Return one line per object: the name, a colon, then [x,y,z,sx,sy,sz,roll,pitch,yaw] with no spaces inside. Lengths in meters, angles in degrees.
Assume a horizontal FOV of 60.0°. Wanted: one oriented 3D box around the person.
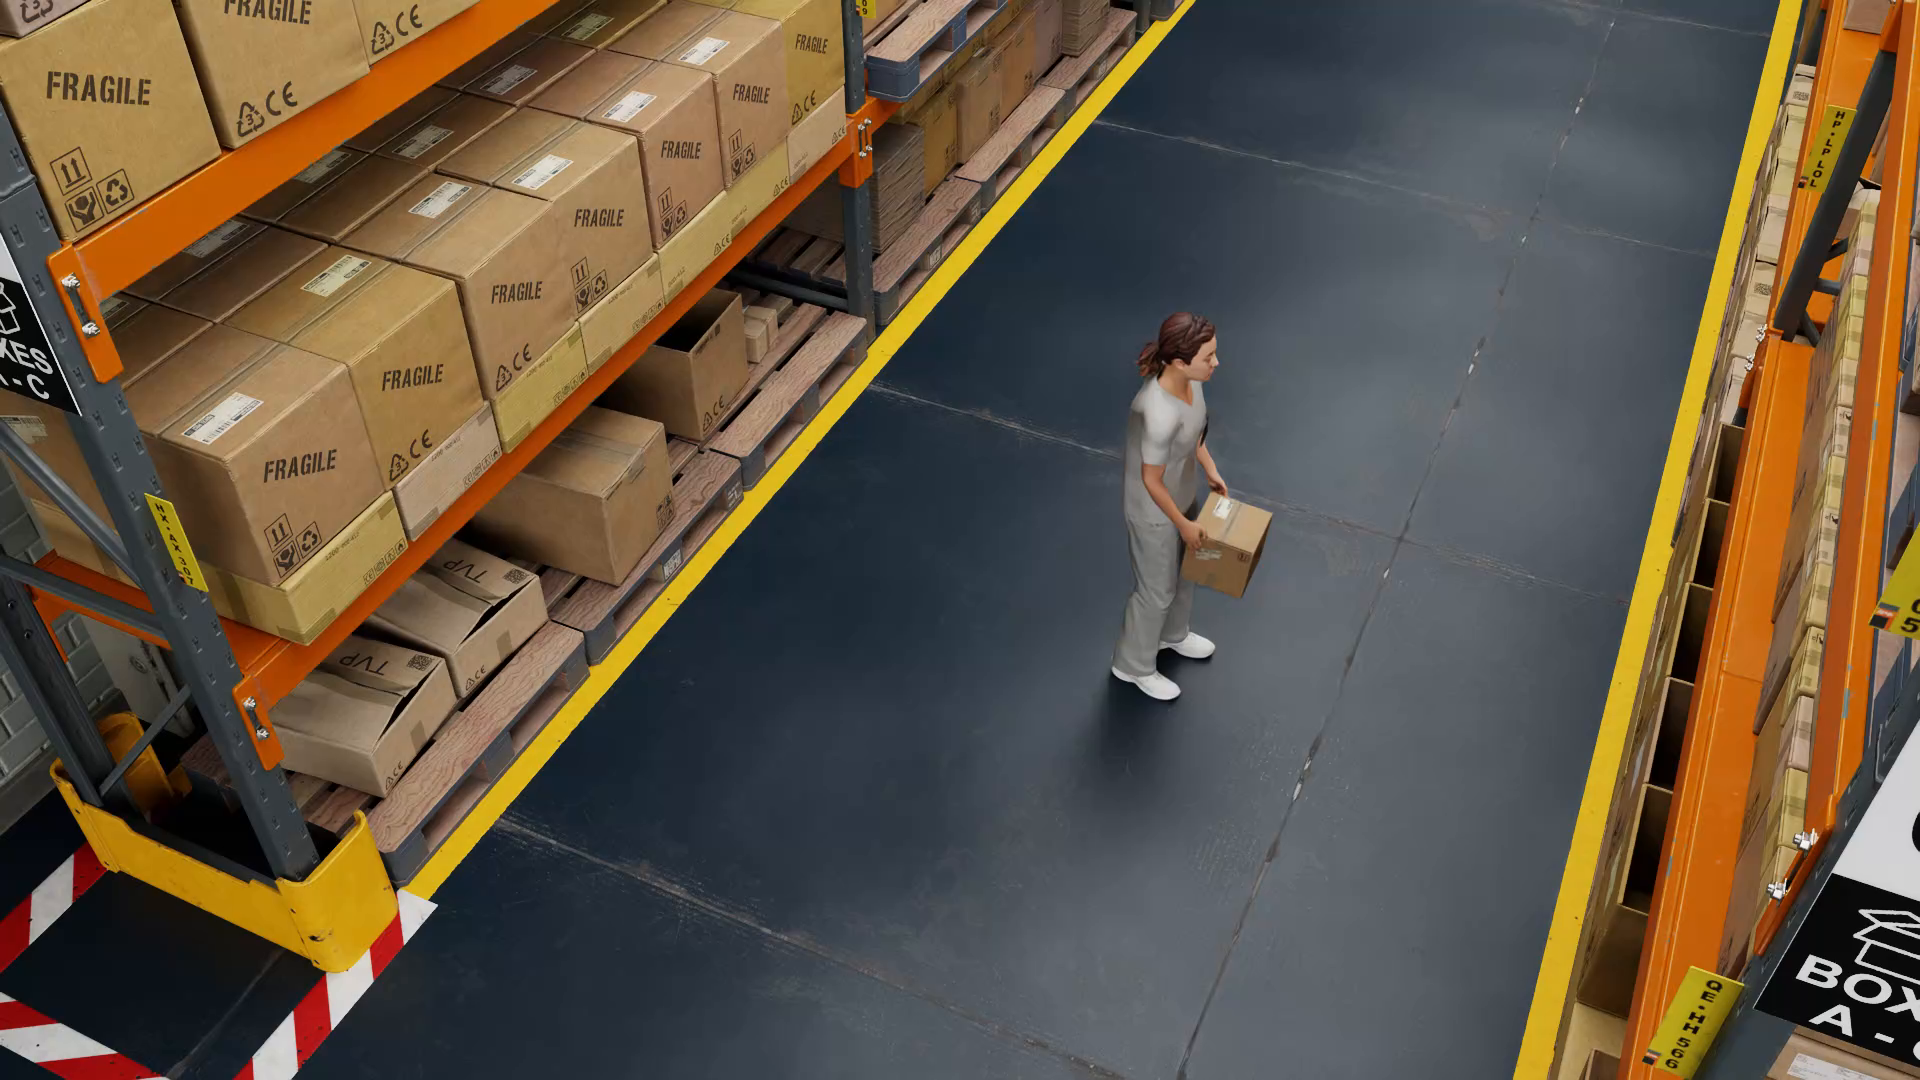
person: [0.818,-0.139,6.312,0.420,1.676,0.467,17,45,17]
